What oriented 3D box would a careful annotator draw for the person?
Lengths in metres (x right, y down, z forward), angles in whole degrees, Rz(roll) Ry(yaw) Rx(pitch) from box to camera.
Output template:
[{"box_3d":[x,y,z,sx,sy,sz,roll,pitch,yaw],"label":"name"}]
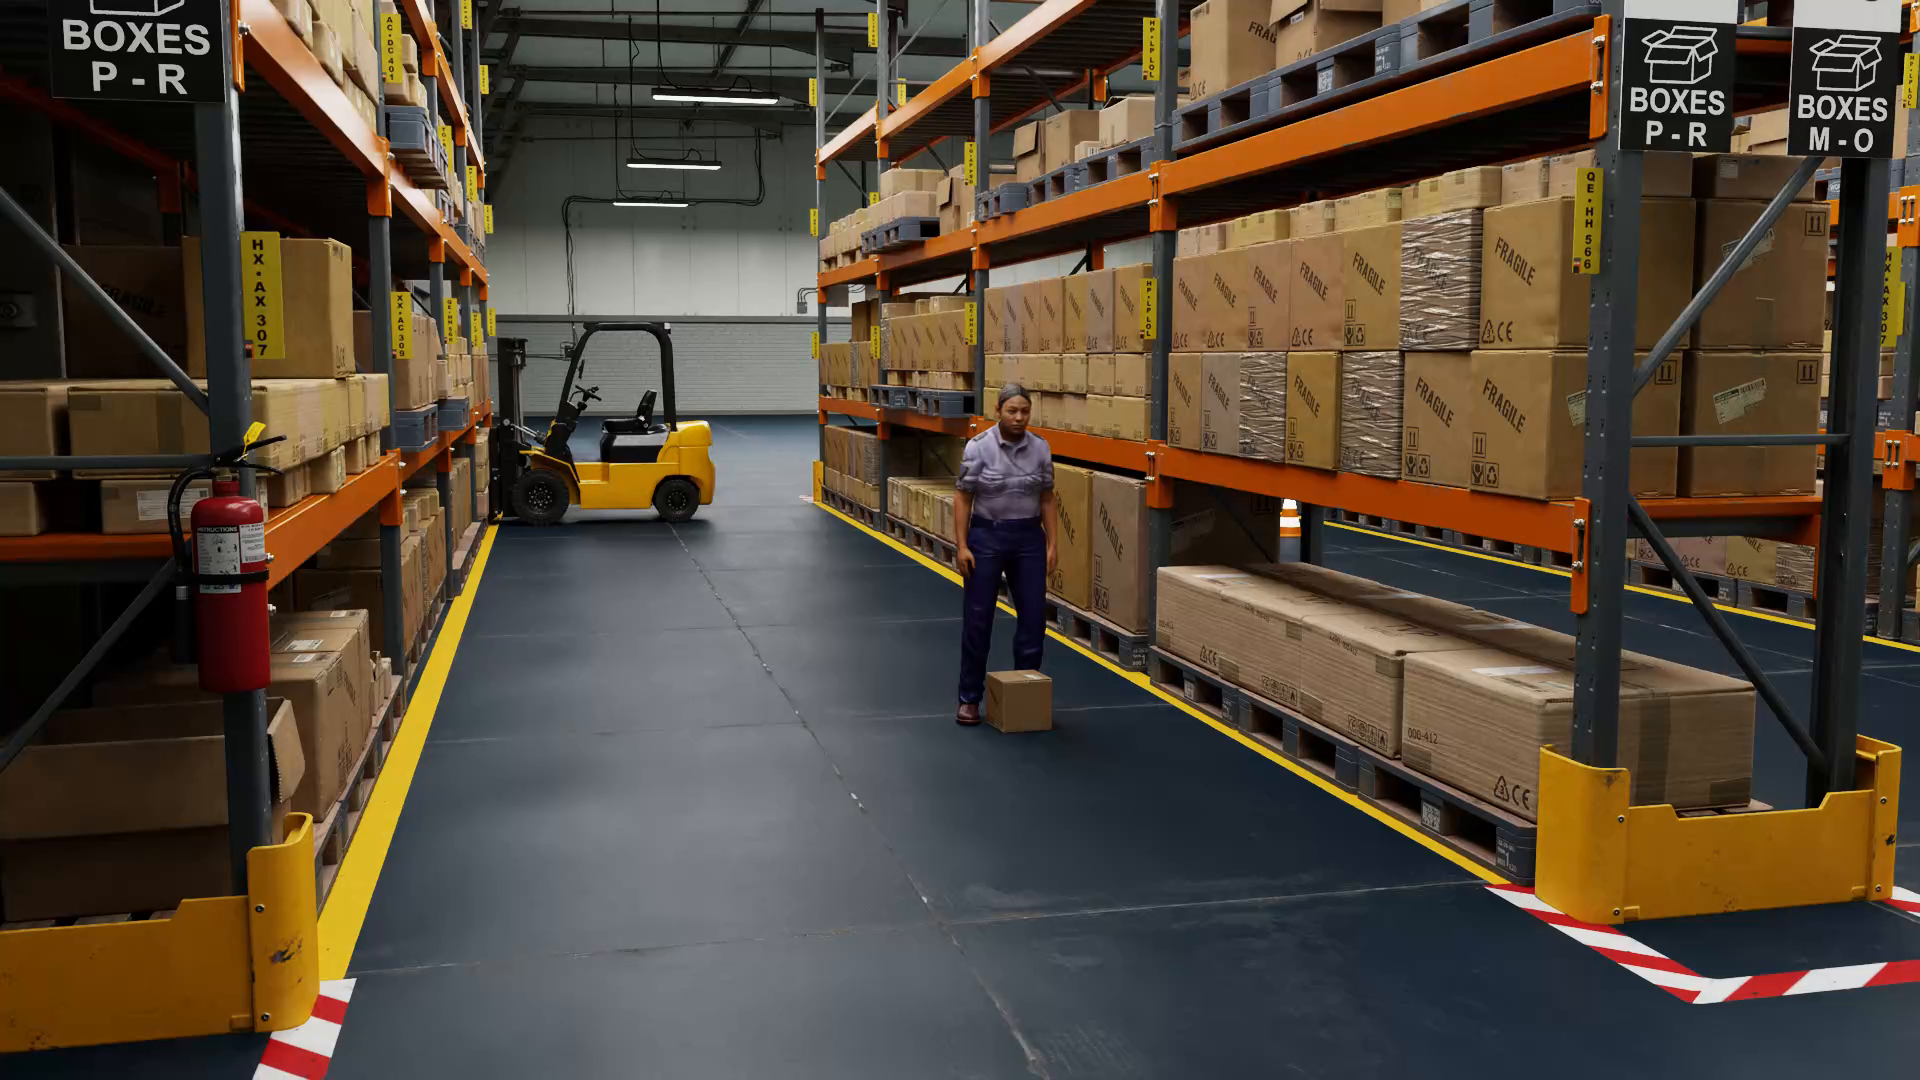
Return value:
[{"box_3d":[0.227,0.060,8.172,0.543,1.652,0.414,-2,6,-14],"label":"person"}]
